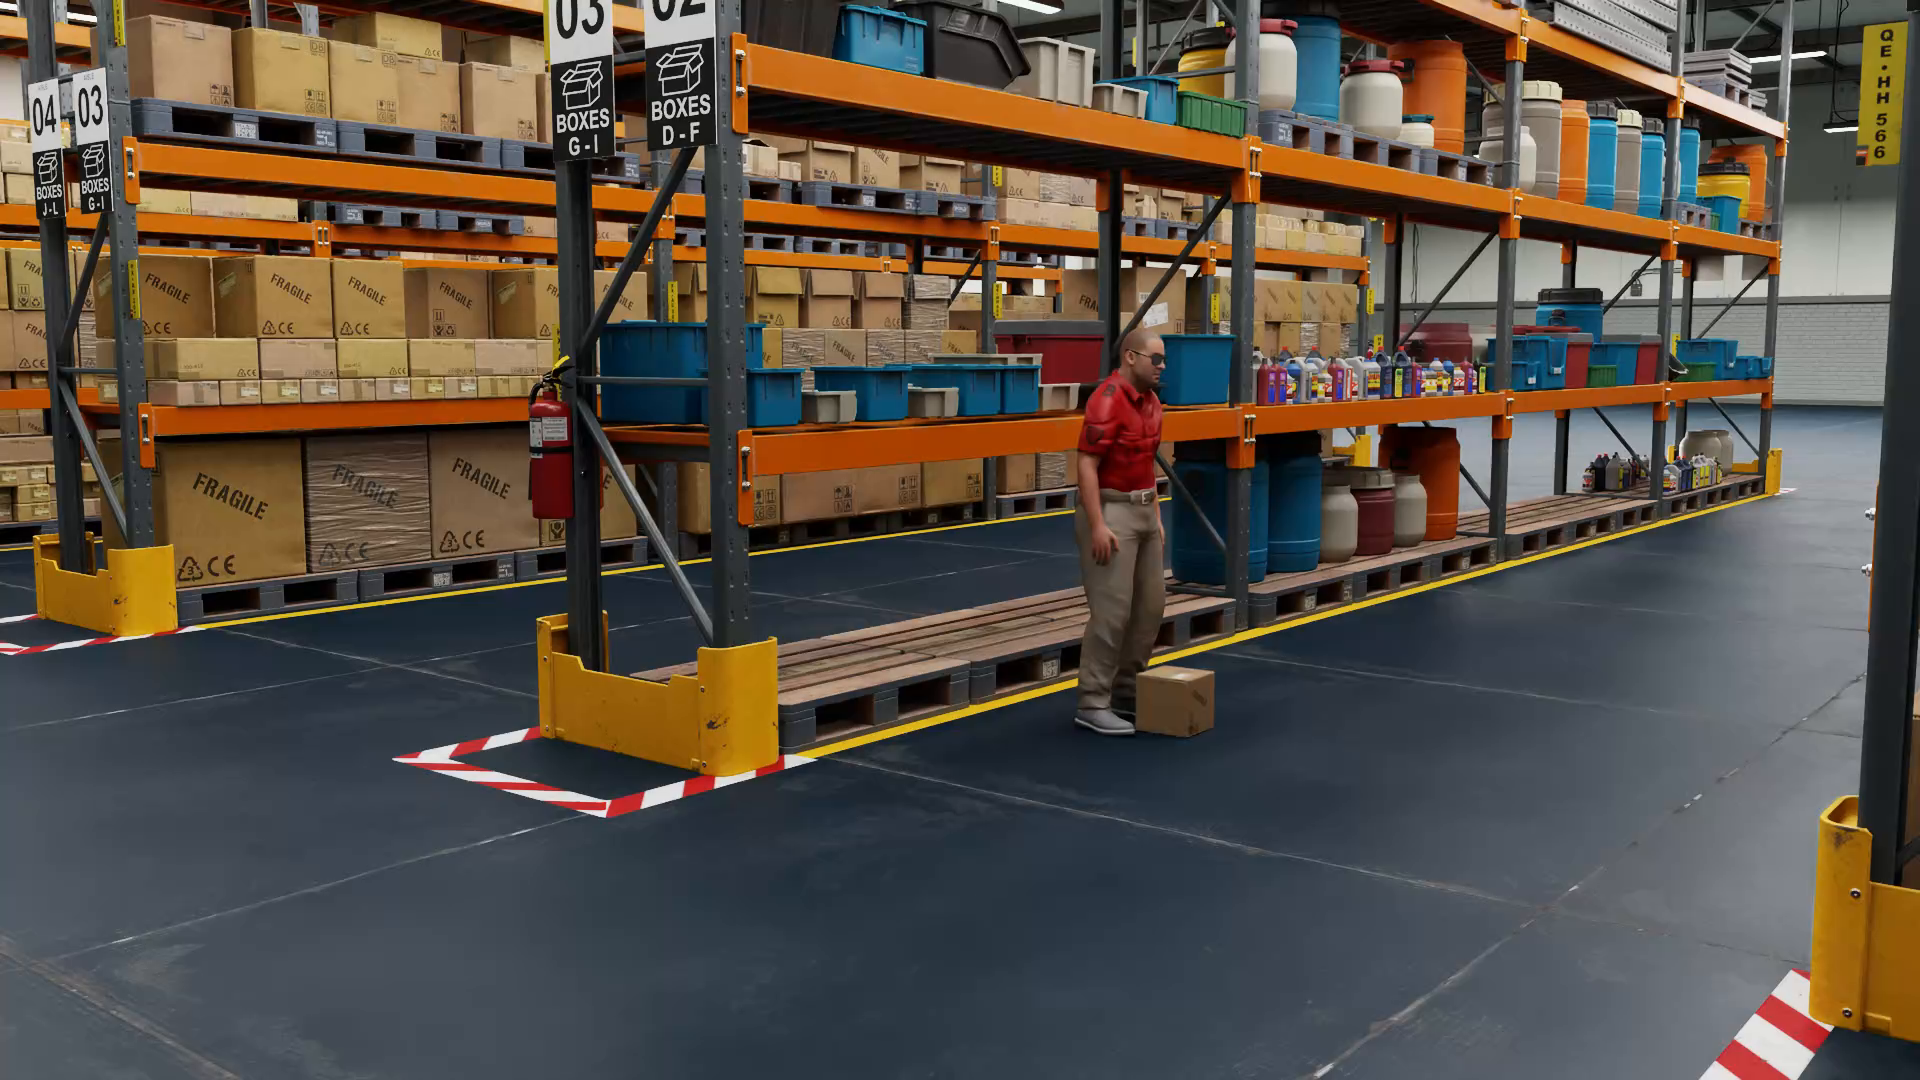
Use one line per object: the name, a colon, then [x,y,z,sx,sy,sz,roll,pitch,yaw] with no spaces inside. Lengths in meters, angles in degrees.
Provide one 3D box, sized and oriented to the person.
person: [0.721,-0.054,7.260,0.391,1.725,0.585,5,8,36]
